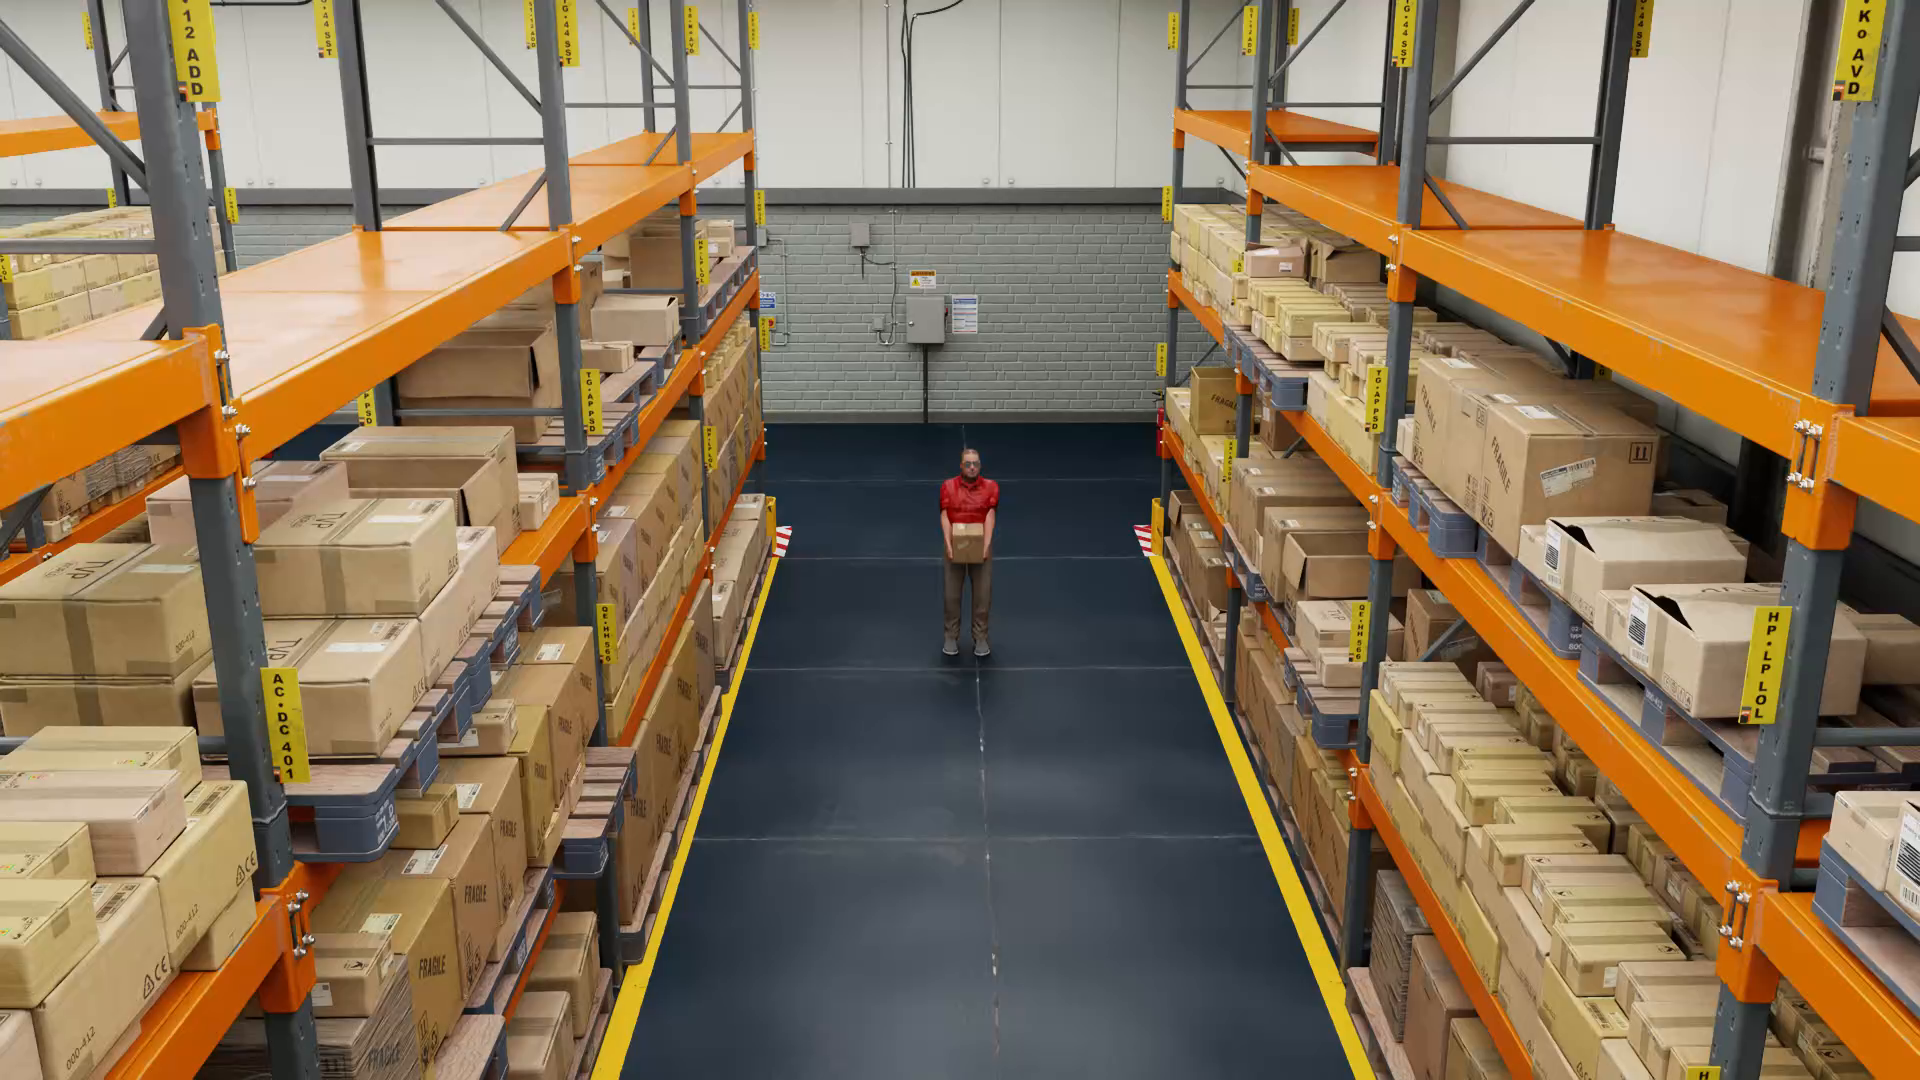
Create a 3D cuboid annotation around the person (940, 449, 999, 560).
[{"bbox_3d":[0.077,-0.294,13.651,0.494,0.852,0.523,0,17,0],"label":"person"}]
